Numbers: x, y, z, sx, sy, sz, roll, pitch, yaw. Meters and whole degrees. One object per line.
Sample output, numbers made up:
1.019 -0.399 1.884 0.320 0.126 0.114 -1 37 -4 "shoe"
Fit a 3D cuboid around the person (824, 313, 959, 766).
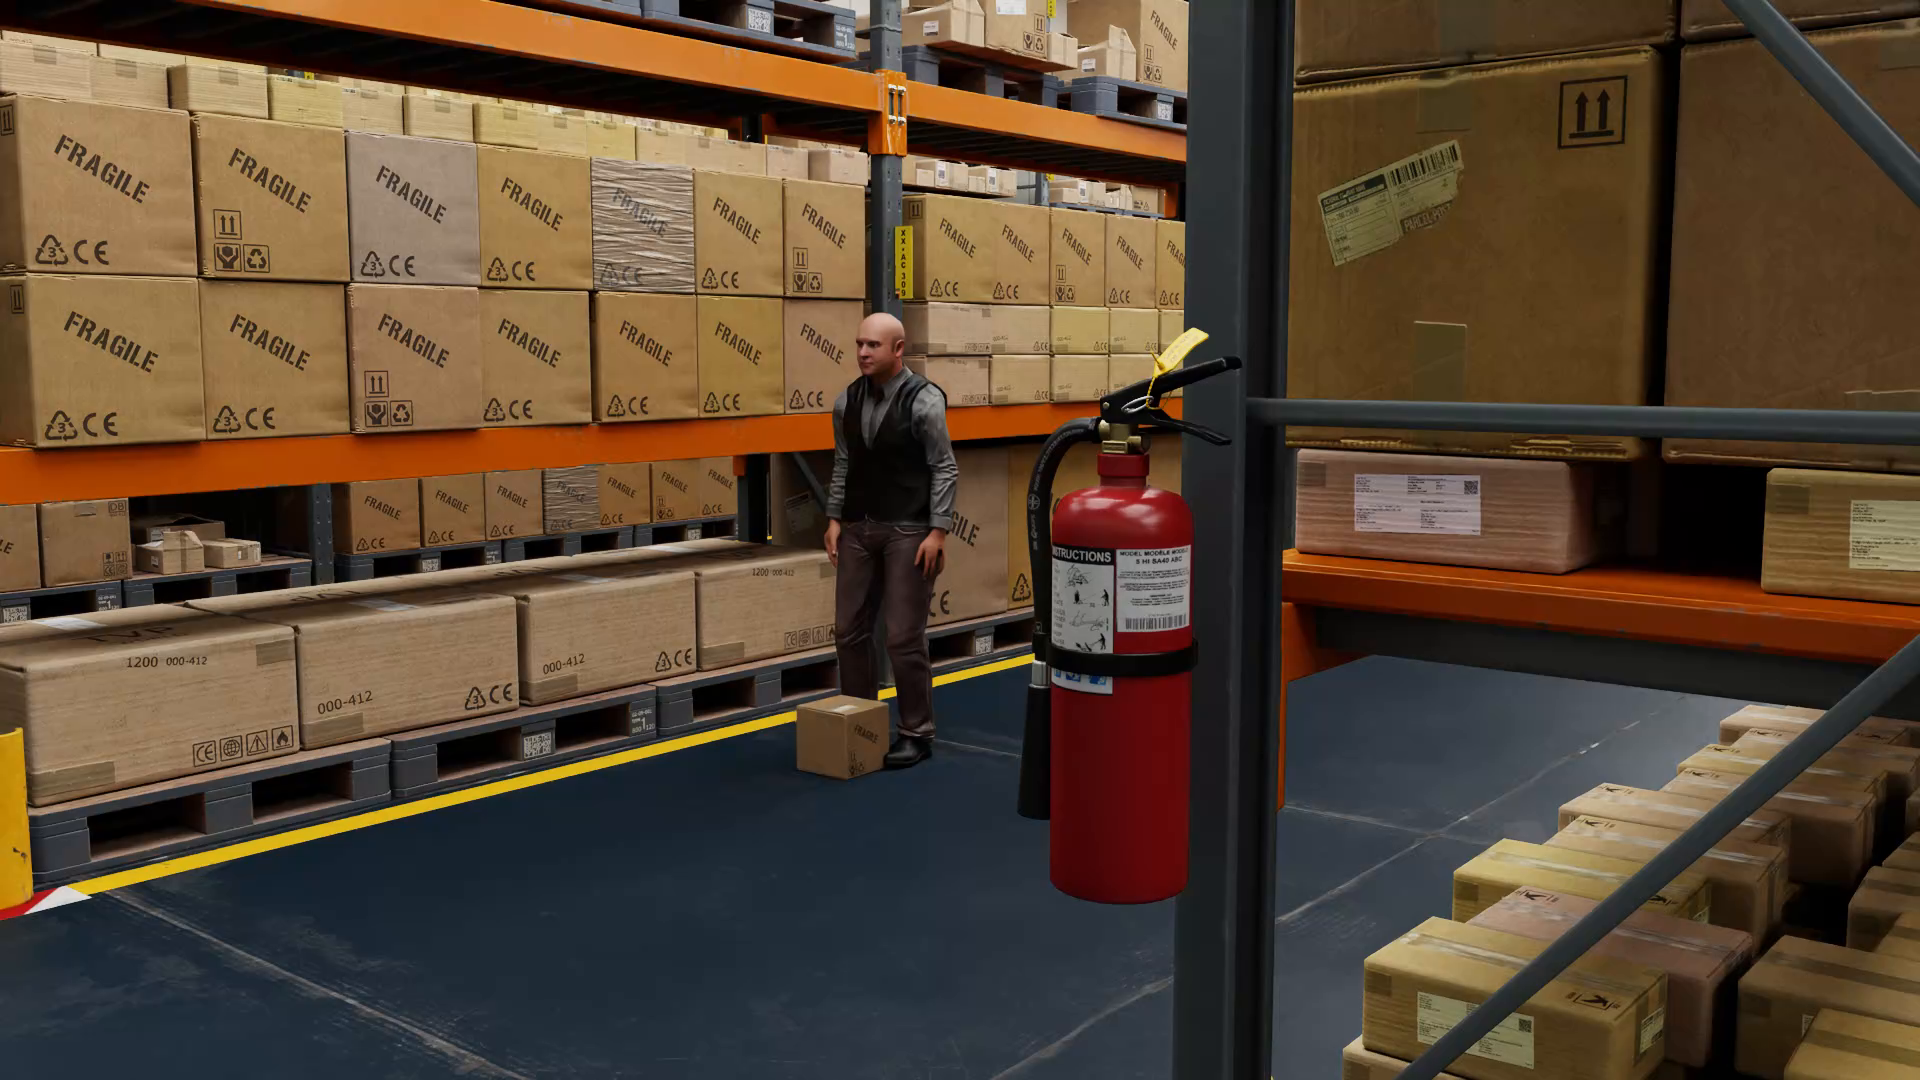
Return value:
-0.267 -0.011 6.436 0.579 1.719 0.418 5 8 36 "person"
